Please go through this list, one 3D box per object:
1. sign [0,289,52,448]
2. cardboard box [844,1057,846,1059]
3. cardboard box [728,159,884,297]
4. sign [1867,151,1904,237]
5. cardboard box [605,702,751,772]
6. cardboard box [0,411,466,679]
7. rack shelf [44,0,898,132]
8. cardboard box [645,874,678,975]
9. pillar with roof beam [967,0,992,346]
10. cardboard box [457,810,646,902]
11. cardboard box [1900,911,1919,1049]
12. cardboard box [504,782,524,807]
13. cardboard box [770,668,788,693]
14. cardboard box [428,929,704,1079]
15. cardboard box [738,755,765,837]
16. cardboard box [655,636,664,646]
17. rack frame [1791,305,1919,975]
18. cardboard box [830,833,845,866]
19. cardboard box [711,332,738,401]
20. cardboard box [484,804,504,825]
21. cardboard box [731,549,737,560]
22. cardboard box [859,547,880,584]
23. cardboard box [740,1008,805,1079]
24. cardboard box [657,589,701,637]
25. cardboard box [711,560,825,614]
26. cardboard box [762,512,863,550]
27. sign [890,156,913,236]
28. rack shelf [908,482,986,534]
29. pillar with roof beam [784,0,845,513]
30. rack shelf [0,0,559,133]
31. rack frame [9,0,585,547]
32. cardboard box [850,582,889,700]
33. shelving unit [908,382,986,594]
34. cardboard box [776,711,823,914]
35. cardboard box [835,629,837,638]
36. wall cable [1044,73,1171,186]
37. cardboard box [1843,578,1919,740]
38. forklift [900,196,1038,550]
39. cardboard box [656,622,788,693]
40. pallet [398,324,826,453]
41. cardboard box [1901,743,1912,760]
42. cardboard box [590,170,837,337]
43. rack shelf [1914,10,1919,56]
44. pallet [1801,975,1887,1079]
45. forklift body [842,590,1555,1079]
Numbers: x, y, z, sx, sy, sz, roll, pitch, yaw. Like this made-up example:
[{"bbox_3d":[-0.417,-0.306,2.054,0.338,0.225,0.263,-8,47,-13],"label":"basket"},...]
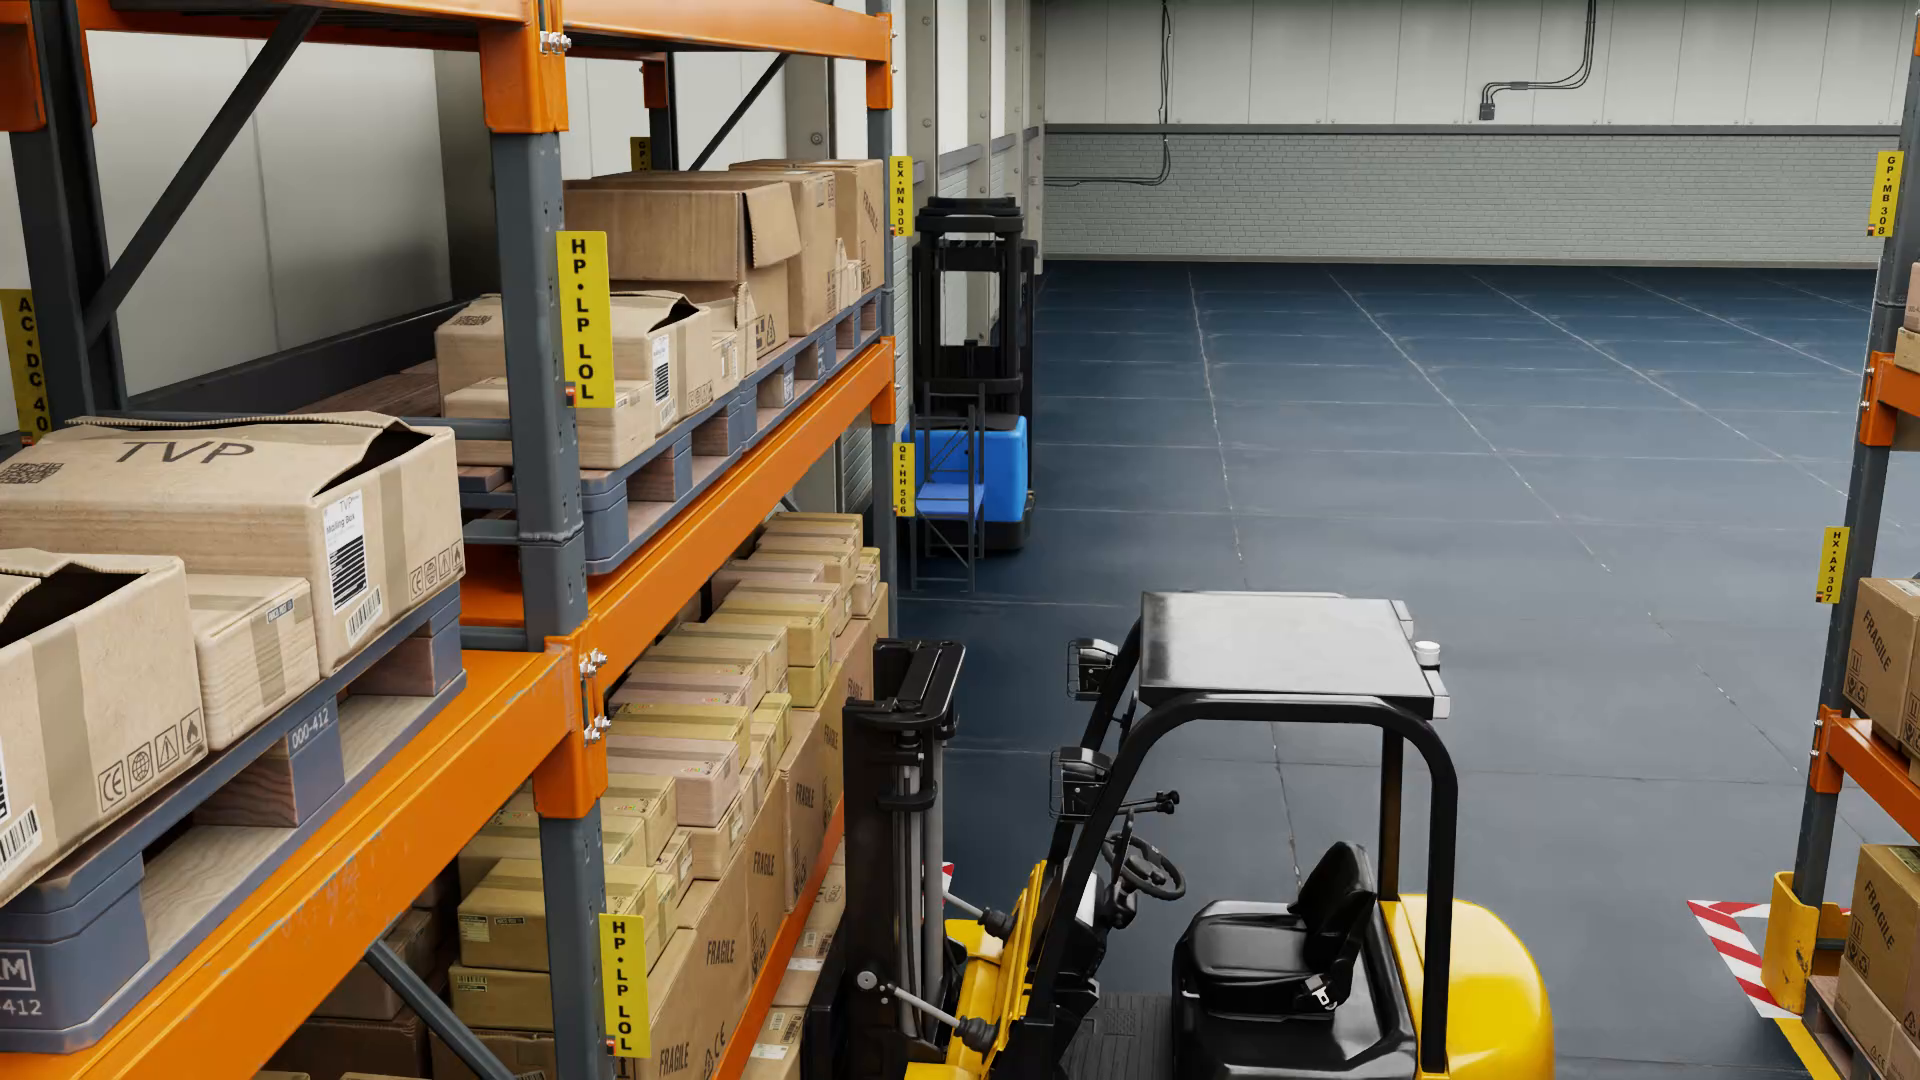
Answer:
[{"bbox_3d":[-1.787,-0.322,3.216,0.100,0.325,0.005,2,15,6],"label":"sign"},{"bbox_3d":[-0.654,1.907,6.328,0.500,0.250,0.500,2,15,7],"label":"cardboard box"},{"bbox_3d":[-0.592,-1.233,6.540,0.500,0.500,0.500,2,15,8],"label":"cardboard box"},{"bbox_3d":[3.609,-1.348,6.480,0.100,0.325,0.005,2,15,6],"label":"sign"},{"bbox_3d":[-0.812,0.582,4.758,0.380,0.149,0.250,1,15,5],"label":"cardboard box"},{"bbox_3d":[-1.075,-0.031,2.458,0.500,0.311,0.500,1,15,4],"label":"cardboard box"},{"bbox_3d":[-1.010,-1.444,4.908,1.077,0.370,4.000,2,15,6],"label":"rack shelf"},{"bbox_3d":[-0.910,0.927,4.055,0.380,0.149,0.250,2,15,8],"label":"cardboard box"},{"bbox_3d":[4.550,-6.891,22.907,9.100,9.000,0.400,2,15,6],"label":"pillar with roof beam"},{"bbox_3d":[-0.983,0.780,4.026,0.380,0.149,0.250,2,15,7],"label":"cardboard box"},{"bbox_3d":[3.726,1.643,5.864,0.500,0.500,0.500,1,15,4],"label":"cardboard box"},{"bbox_3d":[-1.432,0.775,4.615,0.380,0.149,0.250,2,15,7],"label":"cardboard box"},{"bbox_3d":[-0.783,0.525,5.540,0.380,0.149,0.250,2,15,6],"label":"cardboard box"},{"bbox_3d":[-0.926,1.274,4.011,0.500,0.500,0.500,1,15,5],"label":"cardboard box"},{"bbox_3d":[-0.776,0.728,4.788,0.380,0.149,0.250,2,15,6],"label":"cardboard box"},{"bbox_3d":[-1.269,0.373,6.101,0.380,0.149,0.250,2,15,7],"label":"cardboard box"},{"bbox_3d":[4.148,0.538,6.926,1.000,3.000,0.127,2,15,6],"label":"rack frame"},{"bbox_3d":[-0.578,1.296,6.671,0.500,0.250,0.500,2,15,7],"label":"cardboard box"},{"bbox_3d":[-0.796,-0.454,4.335,0.380,0.149,0.250,2,15,8],"label":"cardboard box"},{"bbox_3d":[-1.414,0.700,4.321,0.380,0.149,0.250,2,15,6],"label":"cardboard box"},{"bbox_3d":[-1.126,0.036,6.780,0.380,0.149,0.250,2,15,8],"label":"cardboard box"},{"bbox_3d":[-0.545,0.129,7.003,0.380,0.149,0.250,2,15,7],"label":"cardboard box"},{"bbox_3d":[-0.757,1.694,5.198,0.500,0.250,0.500,2,15,8],"label":"cardboard box"},{"bbox_3d":[-1.161,0.237,6.035,0.380,0.149,0.250,2,15,8],"label":"cardboard box"},{"bbox_3d":[-0.717,0.183,6.236,0.380,0.149,0.250,2,15,7],"label":"cardboard box"},{"bbox_3d":[-0.615,-0.013,6.960,0.380,0.149,0.250,2,15,6],"label":"cardboard box"},{"bbox_3d":[-0.247,-1.425,6.894,0.100,0.325,0.005,2,15,6],"label":"sign"},{"bbox_3d":[-0.093,-0.269,13.474,0.538,0.185,1.000,1,15,5],"label":"rack shelf"},{"bbox_3d":[3.196,-3.779,11.397,9.100,9.000,0.400,2,15,6],"label":"pillar with roof beam"},{"bbox_3d":[-1.461,-0.407,1.072,1.077,0.370,4.000,2,15,6],"label":"rack shelf"},{"bbox_3d":[-1.236,-1.466,2.844,1.000,3.000,0.127,2,15,6],"label":"rack frame"},{"bbox_3d":[-0.579,0.480,6.950,0.500,0.500,0.500,1,15,5],"label":"cardboard box"},{"bbox_3d":[-0.093,-0.443,13.427,0.538,1.500,1.048,1,15,5],"label":"shelving unit"},{"bbox_3d":[-0.750,0.878,5.478,0.500,0.500,0.500,2,15,7],"label":"cardboard box"},{"bbox_3d":[-0.674,0.326,6.276,0.380,0.149,0.250,2,15,6],"label":"cardboard box"},{"bbox_3d":[3.273,-9.356,37.973,3.097,2.526,0.112,2,15,6],"label":"wall cable"},{"bbox_3d":[3.819,0.461,6.450,0.500,0.500,0.500,1,15,5],"label":"cardboard box"},{"bbox_3d":[0.139,-1.667,15.211,1.130,2.935,3.031,1,15,5],"label":"forklift"},{"bbox_3d":[-0.782,0.385,5.489,0.380,0.149,0.250,2,15,7],"label":"cardboard box"},{"bbox_3d":[-1.025,-0.513,5.235,1.003,0.211,1.213,2,15,6],"label":"pallet"},{"bbox_3d":[3.890,0.807,6.412,0.380,0.149,0.250,2,15,7],"label":"cardboard box"},{"bbox_3d":[-0.807,-0.970,5.568,0.700,0.500,0.500,2,15,7],"label":"cardboard box"},{"bbox_3d":[3.923,-1.491,4.319,1.077,0.370,4.000,2,15,6],"label":"rack shelf"},{"bbox_3d":[4.013,2.113,6.442,1.003,0.211,1.213,2,15,6],"label":"pallet"},{"bbox_3d":[0.815,1.348,5.557,2.313,2.155,1.214,2,15,6],"label":"forklift body"}]
